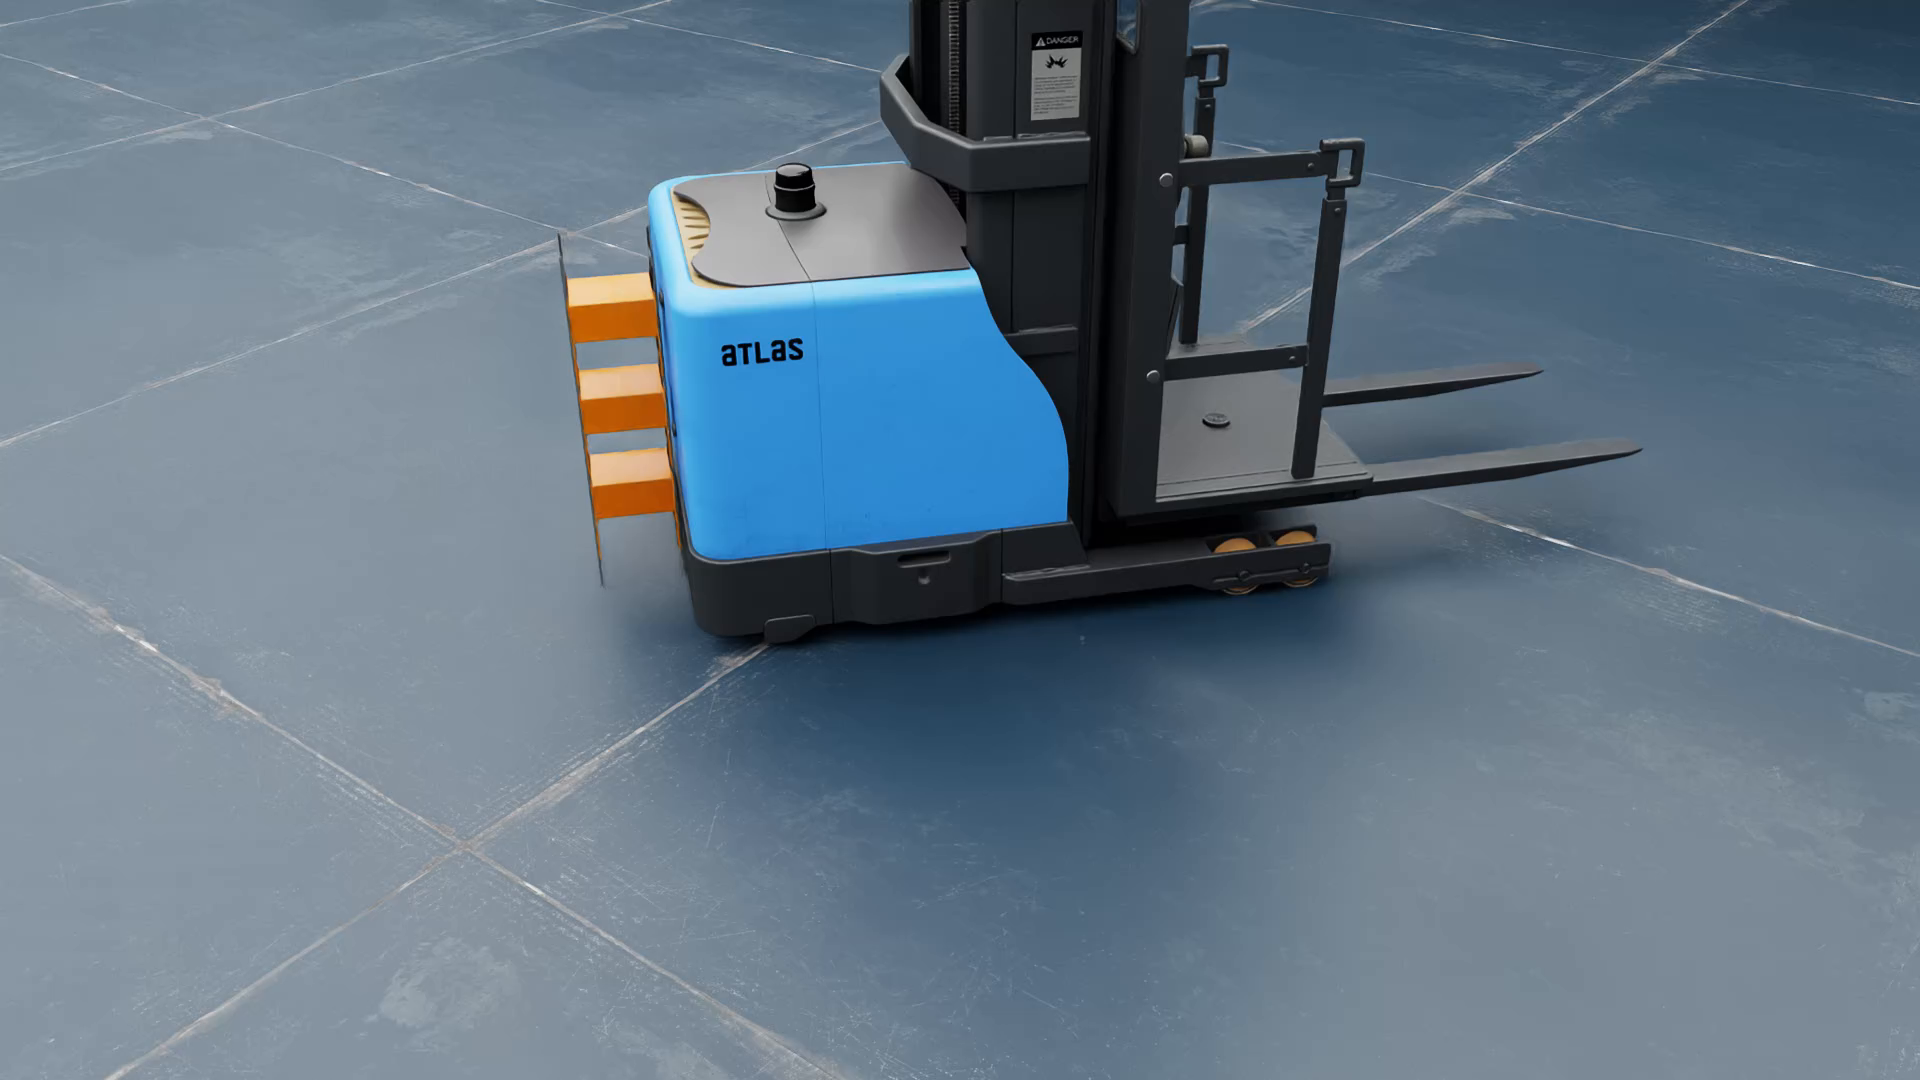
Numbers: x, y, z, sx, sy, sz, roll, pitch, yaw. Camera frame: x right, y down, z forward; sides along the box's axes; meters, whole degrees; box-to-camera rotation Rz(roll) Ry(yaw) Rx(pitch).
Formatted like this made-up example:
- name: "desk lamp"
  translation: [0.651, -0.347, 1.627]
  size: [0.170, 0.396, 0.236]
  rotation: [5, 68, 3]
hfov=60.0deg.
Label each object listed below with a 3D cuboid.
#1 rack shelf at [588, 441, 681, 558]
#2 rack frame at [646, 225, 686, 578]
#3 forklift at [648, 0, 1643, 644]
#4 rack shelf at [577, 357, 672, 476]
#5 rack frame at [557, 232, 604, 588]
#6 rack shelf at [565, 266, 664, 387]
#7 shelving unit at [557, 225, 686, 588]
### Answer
- name: "rack shelf"
  translation: [-0.979, -0.123, 4.994]
  size: [0.240, 0.259, 0.215]
  rotation: [-7, 31, -11]
- name: "rack frame"
  translation: [-0.860, -0.385, 4.870]
  size: [0.008, 1.050, 0.200]
  rotation: [-7, 31, -11]
- name: "forklift"
  translation: [0.631, -1.352, 4.657]
  size: [3.031, 2.935, 1.130]
  rotation: [-7, 31, -11]
- name: "rack shelf"
  translation: [-0.979, -0.362, 4.852]
  size: [0.240, 0.259, 0.215]
  rotation: [-7, 31, -11]
- name: "rack frame"
  translation: [-1.098, -0.357, 4.823]
  size: [0.008, 1.050, 0.200]
  rotation: [-7, 31, -11]
- name: "rack shelf"
  translation: [-0.979, -0.606, 4.707]
  size: [0.240, 0.259, 0.215]
  rotation: [-7, 31, -11]
- name: "shelving unit"
  translation: [-0.979, -0.371, 4.847]
  size: [0.252, 1.050, 0.215]
  rotation: [-7, 31, -11]
